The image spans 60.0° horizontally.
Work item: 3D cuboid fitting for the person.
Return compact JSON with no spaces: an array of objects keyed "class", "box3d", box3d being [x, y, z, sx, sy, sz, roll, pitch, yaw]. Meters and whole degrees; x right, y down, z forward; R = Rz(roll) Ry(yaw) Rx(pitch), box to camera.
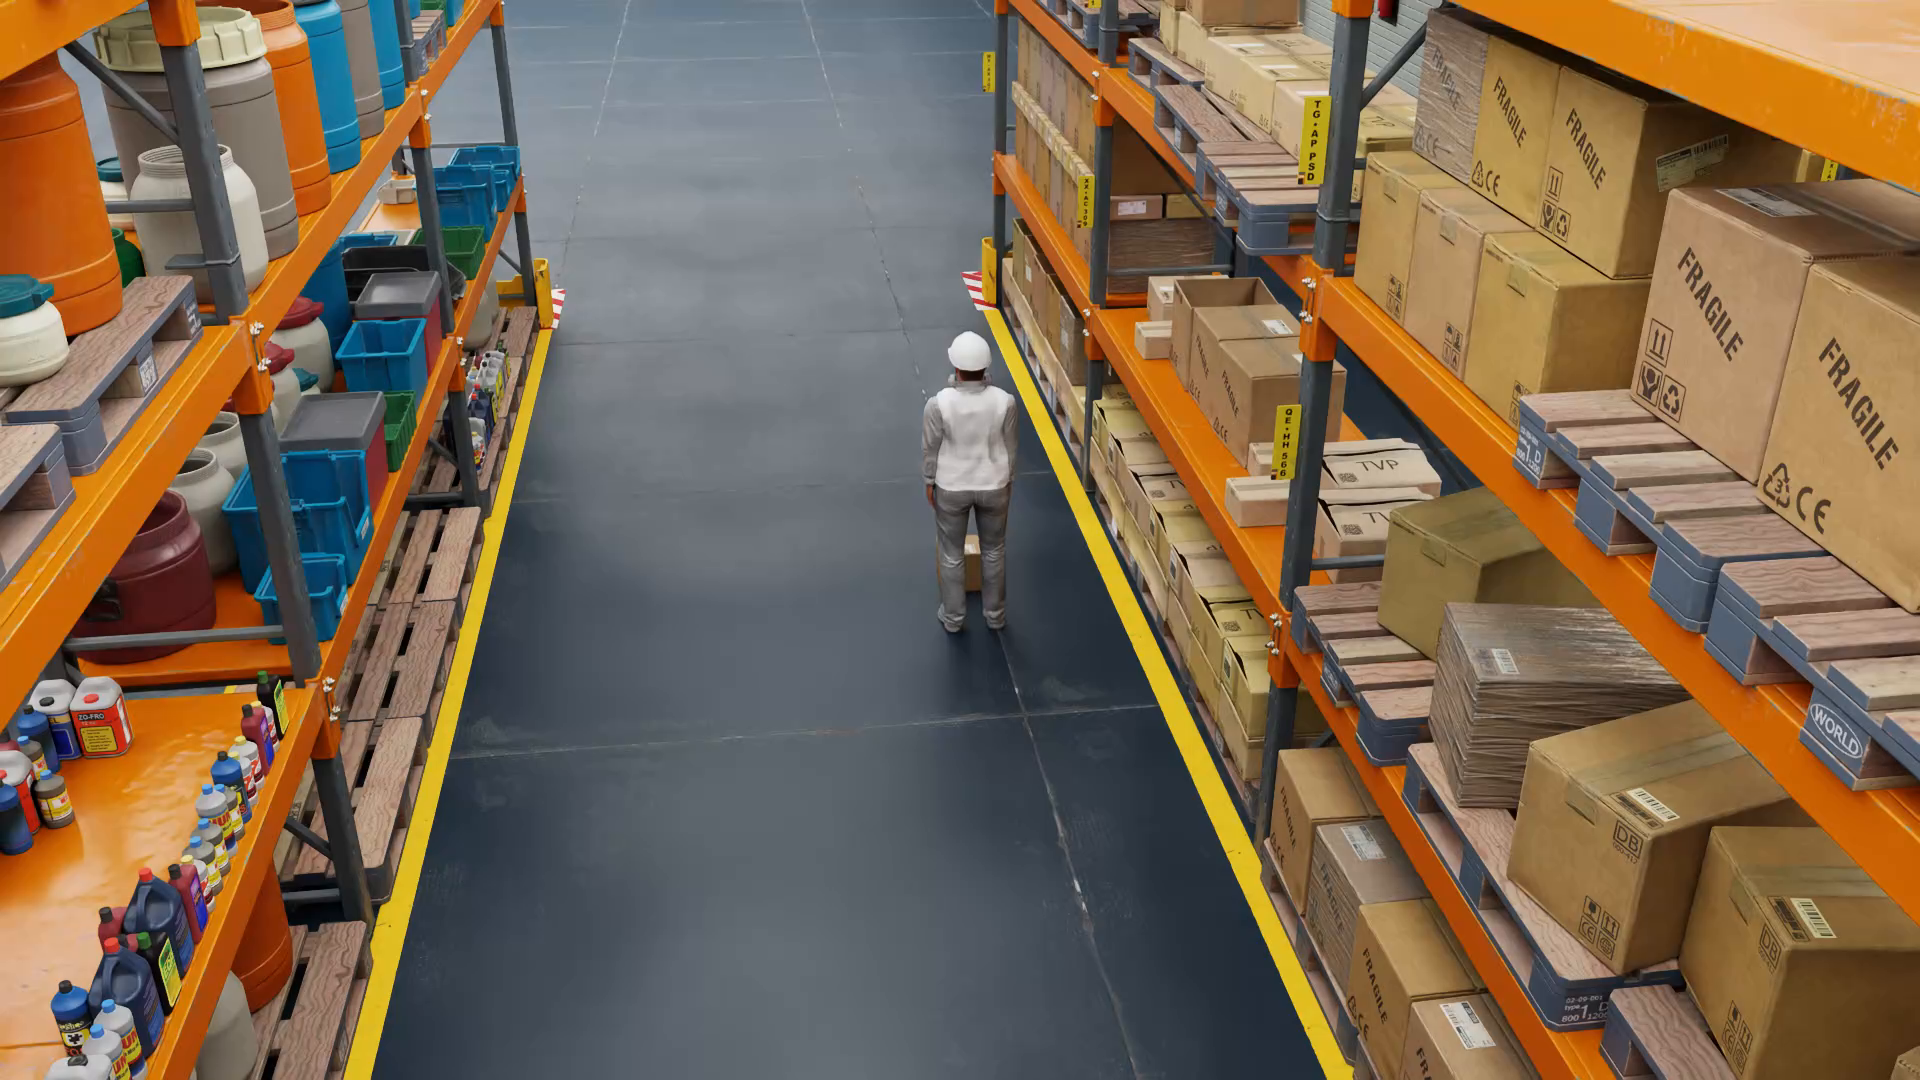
[{"class":"person","box3d":[0.049,-0.318,9.219,0.533,1.772,0.359,-3,27,-6]}]
